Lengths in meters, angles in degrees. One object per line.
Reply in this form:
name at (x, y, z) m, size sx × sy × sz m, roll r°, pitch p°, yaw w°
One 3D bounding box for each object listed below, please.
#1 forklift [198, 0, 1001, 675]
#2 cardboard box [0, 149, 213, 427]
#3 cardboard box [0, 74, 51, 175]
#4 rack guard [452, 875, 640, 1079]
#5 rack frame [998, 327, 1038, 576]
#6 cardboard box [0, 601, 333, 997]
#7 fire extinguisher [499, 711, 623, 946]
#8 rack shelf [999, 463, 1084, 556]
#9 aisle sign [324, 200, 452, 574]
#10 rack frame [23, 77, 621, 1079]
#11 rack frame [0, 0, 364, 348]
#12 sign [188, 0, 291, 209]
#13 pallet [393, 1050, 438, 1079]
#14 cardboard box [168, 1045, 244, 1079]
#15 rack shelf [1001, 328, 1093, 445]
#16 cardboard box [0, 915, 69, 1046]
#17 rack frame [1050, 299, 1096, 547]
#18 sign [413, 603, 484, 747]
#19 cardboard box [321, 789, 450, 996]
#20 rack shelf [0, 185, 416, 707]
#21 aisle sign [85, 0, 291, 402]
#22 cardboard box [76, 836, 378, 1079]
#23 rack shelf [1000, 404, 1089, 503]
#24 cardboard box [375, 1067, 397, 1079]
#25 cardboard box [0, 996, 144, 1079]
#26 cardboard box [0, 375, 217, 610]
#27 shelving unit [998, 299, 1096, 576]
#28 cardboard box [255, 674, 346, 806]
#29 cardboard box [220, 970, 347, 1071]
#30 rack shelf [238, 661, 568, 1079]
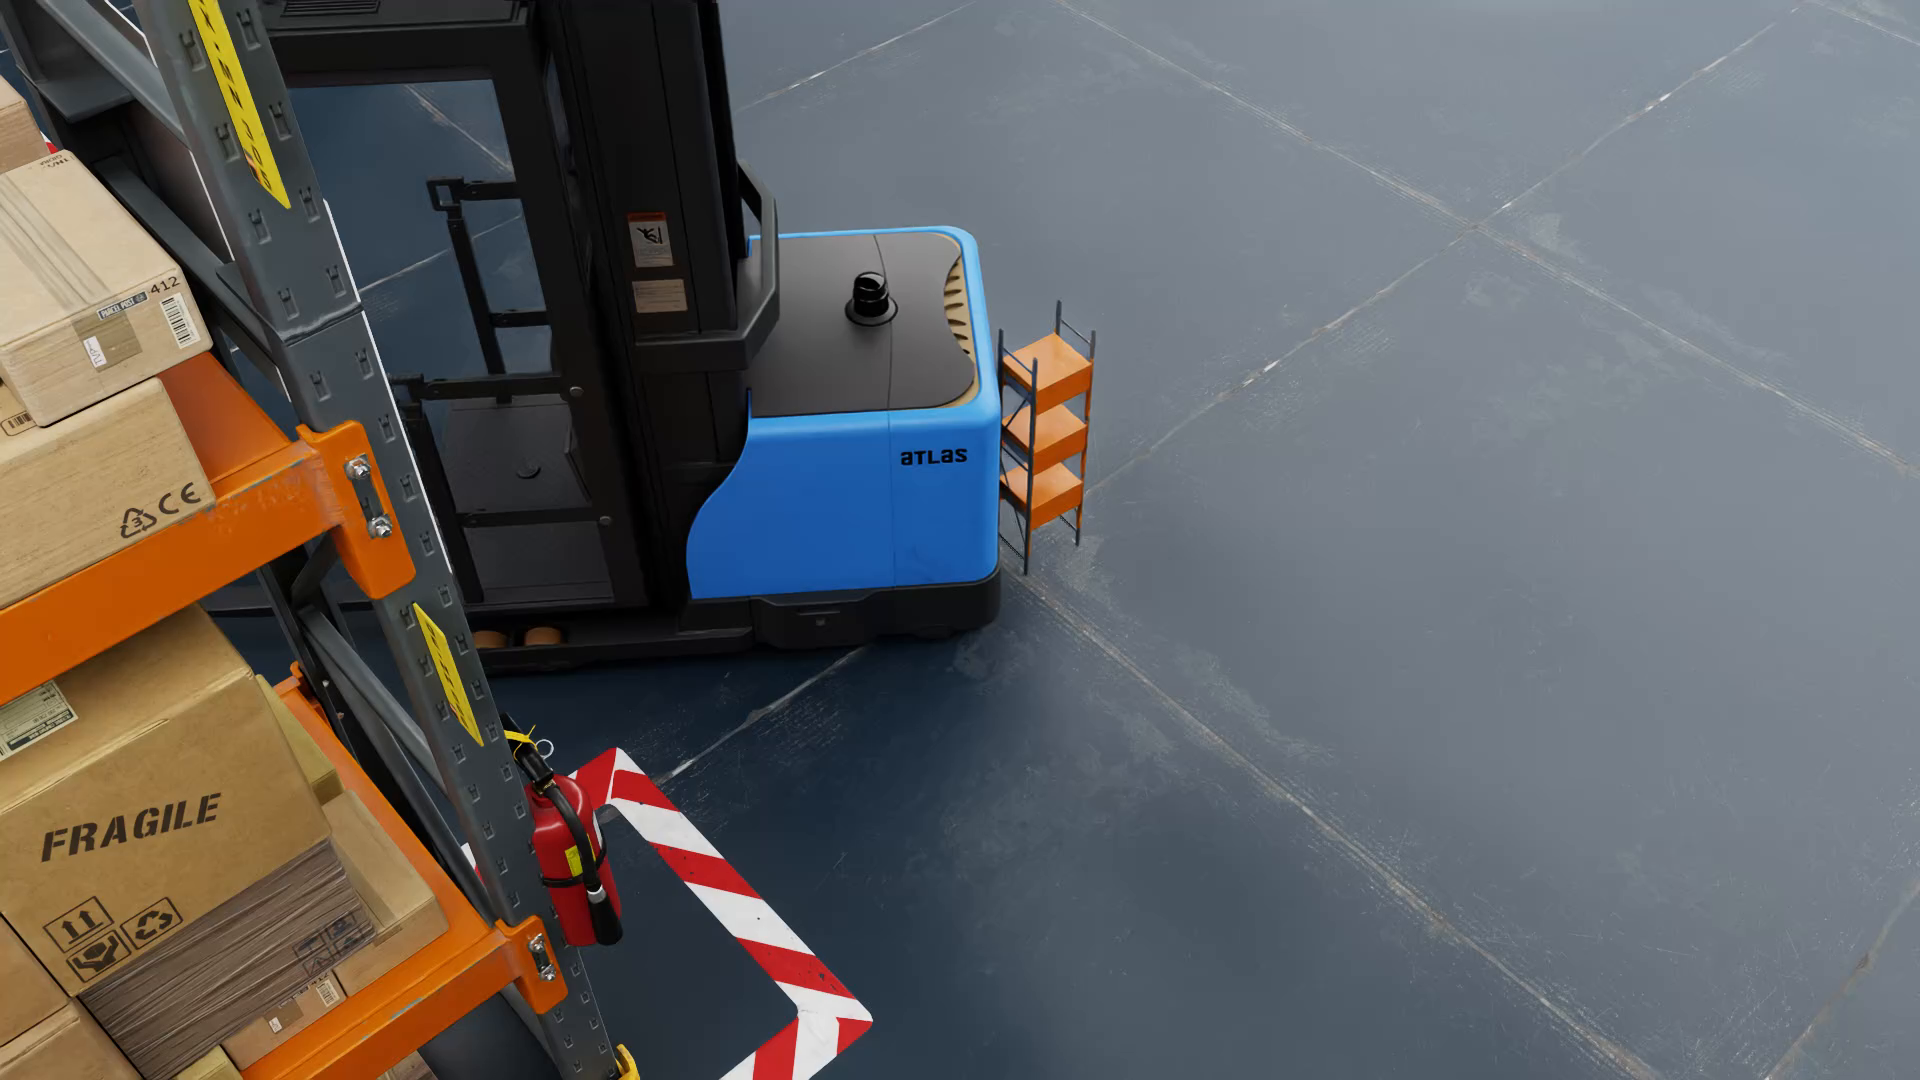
forklift at (-1.403, -0.929, 5.113) m, size 3.031 × 2.935 × 1.130 m, roll -4°, pitch 47°, yaw -3°
cardboard box at (-1.269, -0.361, 2.332) m, size 0.250 × 0.149 × 0.380 m, roll -34°, pitch 56°, yaw -27°
cardboard box at (-1.633, -0.657, 2.605) m, size 0.250 × 0.149 × 0.380 m, roll -34°, pitch 56°, yaw -27°
rack guard at (-1.330, 1.319, 4.693) m, size 0.348 × 0.500 × 1.175 m, roll -34°, pitch 56°, yaw -27°
rack frame at (0.189, -0.283, 5.797) m, size 0.008 × 1.050 × 0.200 m, roll -28°, pitch 53°, yaw -24°
cardboard box at (-1.514, 0.366, 2.920) m, size 0.500 × 0.500 × 0.500 m, roll -34°, pitch 56°, yaw -27°
fire extinguisher at (-0.879, 0.654, 3.658) m, size 0.183 × 0.674 × 0.296 m, roll -34°, pitch 56°, yaw -27°
rack shelf at (0.288, -0.141, 6.058) m, size 0.240 × 0.259 × 0.215 m, roll -28°, pitch 53°, yaw -24°
aisle sign at (-1.026, -0.315, 2.731) m, size 0.004 × 0.787 × 0.394 m, roll -34°, pitch 56°, yaw -27°
rack frame at (-1.274, 0.434, 3.809) m, size 0.127 × 3.000 × 1.000 m, roll -34°, pitch 56°, yaw -27°
rack frame at (-1.274, -1.601, 1.604) m, size 0.127 × 3.000 × 1.000 m, roll -34°, pitch 56°, yaw -27°
sign at (-0.915, -0.572, 2.093) m, size 0.005 × 0.325 × 0.100 m, roll -34°, pitch 56°, yaw -27°
pallet at (-1.955, 1.799, 4.446) m, size 1.213 × 0.211 × 1.003 m, roll -34°, pitch 56°, yaw -27°
cardboard box at (-1.681, 1.047, 3.414) m, size 0.250 × 0.149 × 0.380 m, roll -34°, pitch 56°, yaw -27°
rack shelf at (0.287, -0.521, 5.645) m, size 0.240 × 0.259 × 0.215 m, roll -28°, pitch 53°, yaw -24°
cardboard box at (-1.880, 0.616, 2.689) m, size 0.500 × 0.500 × 0.500 m, roll -34°, pitch 56°, yaw -27°
rack frame at (0.386, -0.389, 5.895) m, size 0.008 × 1.050 × 0.200 m, roll -28°, pitch 53°, yaw -24°
sign at (-0.915, 0.246, 2.980) m, size 0.005 × 0.325 × 0.100 m, roll -34°, pitch 56°, yaw -27°
cardboard box at (-1.346, 0.772, 3.668) m, size 0.250 × 0.149 × 0.380 m, roll -34°, pitch 56°, yaw -27°
rack shelf at (-2.753, 0.649, 2.058) m, size 4.000 × 0.370 × 1.077 m, roll -34°, pitch 56°, yaw -27°
aisle sign at (-1.430, -0.642, 3.032) m, size 0.004 × 0.787 × 0.394 m, roll -34°, pitch 56°, yaw -27°
cardboard box at (-1.699, 0.556, 3.426) m, size 0.500 × 0.500 × 0.875 m, roll -34°, pitch 56°, yaw -27°
rack shelf at (0.288, -0.329, 5.854) m, size 0.240 × 0.259 × 0.215 m, roll -28°, pitch 53°, yaw -24°
cardboard box at (-1.747, 1.439, 4.297) m, size 0.500 × 0.500 × 0.500 m, roll -24°, pitch 52°, yaw -21°
cardboard box at (-1.988, 0.868, 3.137) m, size 0.500 × 0.500 × 0.875 m, roll -34°, pitch 56°, yaw -27°
cardboard box at (-1.459, -0.156, 2.414) m, size 0.500 × 0.250 × 0.500 m, roll -33°, pitch 55°, yaw -26°
shelving unit at (0.288, -0.336, 5.846) m, size 0.252 × 1.050 × 0.215 m, roll -28°, pitch 53°, yaw -24°
cardboard box at (-1.645, 0.530, 3.891) m, size 0.250 × 0.149 × 0.380 m, roll -34°, pitch 56°, yaw -27°
cardboard box at (-1.531, 0.895, 3.554) m, size 0.250 × 0.149 × 0.380 m, roll -34°, pitch 56°, yaw -27°
rack shelf at (-2.753, 1.666, 3.161) m, size 4.000 × 0.370 × 1.077 m, roll -34°, pitch 56°, yaw -27°
